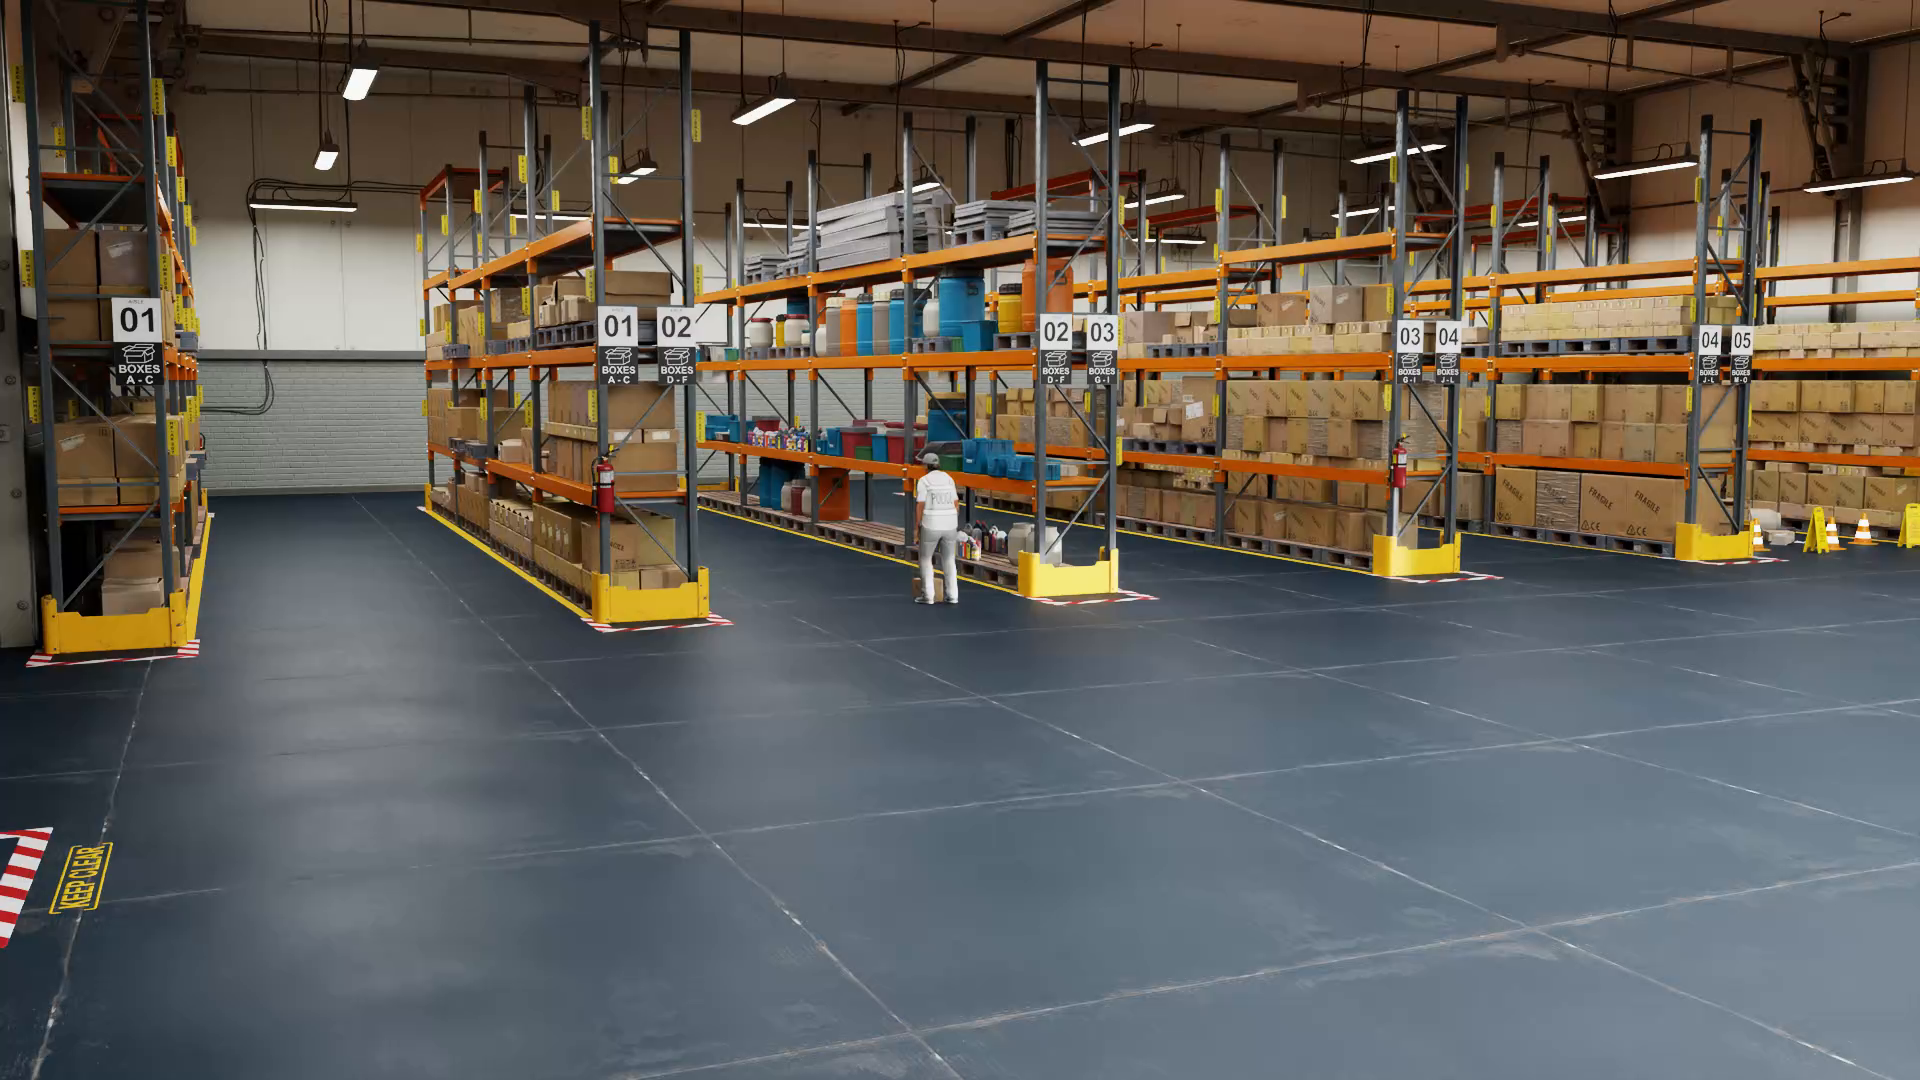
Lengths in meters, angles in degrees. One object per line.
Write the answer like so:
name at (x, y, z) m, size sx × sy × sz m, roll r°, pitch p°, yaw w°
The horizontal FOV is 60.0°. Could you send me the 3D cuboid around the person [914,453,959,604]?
person at (-0.260, -0.126, 18.290) m, size 0.549 × 1.664 × 0.470 m, roll -3°, pitch 6°, yaw -26°
